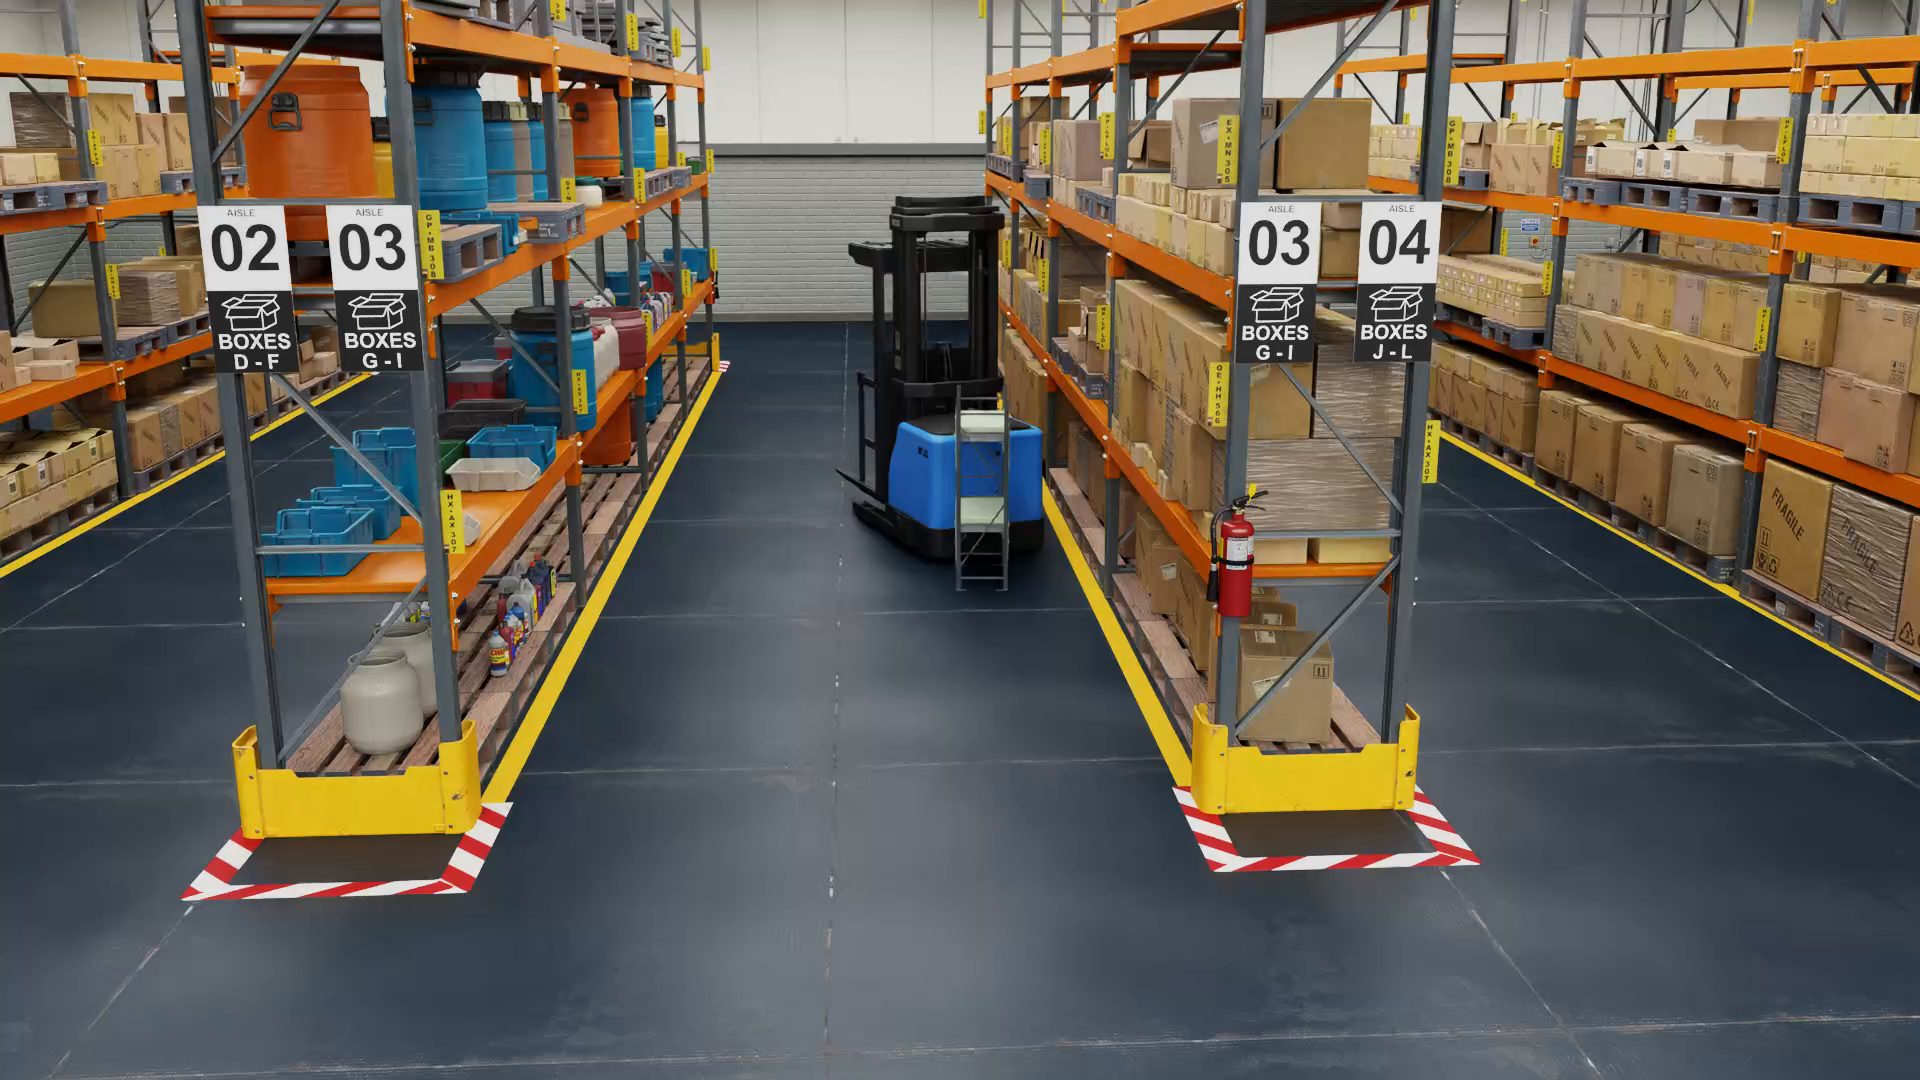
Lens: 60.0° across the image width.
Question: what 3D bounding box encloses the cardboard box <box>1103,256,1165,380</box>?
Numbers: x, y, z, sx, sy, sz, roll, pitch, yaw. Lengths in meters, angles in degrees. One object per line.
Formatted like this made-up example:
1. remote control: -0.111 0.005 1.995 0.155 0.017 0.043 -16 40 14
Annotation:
1. cardboard box: 1.704 -1.713 13.118 1.000 1.000 1.000 -1 14 -3

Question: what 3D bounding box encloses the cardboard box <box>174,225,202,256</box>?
1. cardboard box: -9.059 -3.512 19.947 0.500 0.500 0.500 -1 14 -3

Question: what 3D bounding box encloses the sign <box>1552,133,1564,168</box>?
1. sign: 5.781 -3.761 16.067 0.100 0.325 0.005 -1 14 -3

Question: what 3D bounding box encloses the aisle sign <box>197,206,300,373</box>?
1. aisle sign: -3.374 -1.185 7.894 0.394 0.787 0.004 -1 14 -3

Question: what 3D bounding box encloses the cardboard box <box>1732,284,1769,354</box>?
1. cardboard box: 6.534 -1.727 13.011 0.700 0.500 0.500 -1 14 -4

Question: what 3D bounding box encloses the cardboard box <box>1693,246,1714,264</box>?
1. cardboard box: 10.577 -3.829 23.189 0.500 0.500 0.500 -1 14 -4

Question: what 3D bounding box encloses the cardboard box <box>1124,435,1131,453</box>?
1. cardboard box: 1.372 -0.716 11.792 0.380 0.149 0.250 -1 14 -3

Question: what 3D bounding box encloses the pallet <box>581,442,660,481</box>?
1. pallet: -3.668 -0.783 17.145 1.003 0.211 1.213 -1 14 -3

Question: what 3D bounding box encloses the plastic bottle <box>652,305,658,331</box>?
1. plastic bottle: -3.342 -2.419 18.142 0.061 0.283 0.133 -1 14 -3

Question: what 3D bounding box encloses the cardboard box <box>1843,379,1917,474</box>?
1. cardboard box: 6.578 -0.779 11.235 0.875 0.550 0.550 -1 14 -3

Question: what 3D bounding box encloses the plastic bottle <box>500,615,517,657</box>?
1. plastic bottle: -2.904 0.619 10.693 0.097 0.271 0.097 0 14 0

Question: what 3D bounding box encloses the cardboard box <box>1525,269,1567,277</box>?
1. cardboard box: 6.404 -2.880 18.169 0.380 0.149 0.250 0 14 -2

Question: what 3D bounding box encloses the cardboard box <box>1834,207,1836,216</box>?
1. cardboard box: 11.217 -4.155 21.146 0.380 0.149 0.250 -1 14 -3

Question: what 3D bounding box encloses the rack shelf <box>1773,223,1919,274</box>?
1. rack shelf: 6.694 -1.678 10.452 1.077 0.370 4.000 -1 14 -3

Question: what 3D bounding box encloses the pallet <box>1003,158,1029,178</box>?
1. pallet: 1.078 -4.622 20.631 1.003 0.211 1.213 -1 14 -3

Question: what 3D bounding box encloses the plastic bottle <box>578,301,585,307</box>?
1. plastic bottle: -4.087 -2.412 17.978 0.144 0.351 0.185 -1 14 -3

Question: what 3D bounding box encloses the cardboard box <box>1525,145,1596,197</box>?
1. cardboard box: 6.034 -3.705 16.686 0.500 0.500 0.500 -1 14 -3

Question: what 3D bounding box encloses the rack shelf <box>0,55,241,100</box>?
1. rack shelf: -8.646 -4.723 17.070 1.077 0.370 4.000 -1 14 -3

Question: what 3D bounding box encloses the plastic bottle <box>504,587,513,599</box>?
1. plastic bottle: -3.071 0.451 11.322 0.061 0.283 0.133 -1 14 -3

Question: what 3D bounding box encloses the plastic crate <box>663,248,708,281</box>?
1. plastic crate: -3.866 -3.893 23.447 0.616 0.435 0.499 -1 14 -3

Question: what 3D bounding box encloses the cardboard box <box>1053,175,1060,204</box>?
1. cardboard box: 1.141 -3.274 15.511 0.500 0.250 0.500 -1 14 -2

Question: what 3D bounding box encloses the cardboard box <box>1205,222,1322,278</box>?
1. cardboard box: 1.578 -1.521 8.698 0.500 0.250 0.500 -1 14 -2

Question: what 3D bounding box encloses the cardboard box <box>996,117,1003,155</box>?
1. cardboard box: 0.870 -5.487 22.567 0.700 0.500 0.500 -1 14 -5

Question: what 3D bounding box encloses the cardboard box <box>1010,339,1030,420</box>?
1. cardboard box: 1.234 -1.802 18.933 1.225 0.875 0.875 -1 14 -5

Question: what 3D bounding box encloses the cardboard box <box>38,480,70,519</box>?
1. cardboard box: -8.182 -0.354 14.557 0.500 0.250 0.500 -1 14 -2

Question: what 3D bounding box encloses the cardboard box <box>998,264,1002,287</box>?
1. cardboard box: 0.762 -3.442 21.588 0.500 0.250 0.500 -1 14 -2

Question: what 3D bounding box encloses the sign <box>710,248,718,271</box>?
1. sign: -3.525 -4.019 23.799 0.100 0.325 0.005 -1 14 -3

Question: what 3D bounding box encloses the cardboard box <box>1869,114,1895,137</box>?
1. cardboard box: 6.302 -2.755 11.053 0.380 0.149 0.250 -1 14 -4

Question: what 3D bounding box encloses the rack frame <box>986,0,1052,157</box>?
1. rack frame: 0.870 -6.909 23.321 1.000 3.000 0.127 -1 14 -3

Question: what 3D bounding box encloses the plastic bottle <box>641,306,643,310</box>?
1. plastic bottle: -3.525 -2.463 18.339 0.097 0.271 0.097 0 14 0

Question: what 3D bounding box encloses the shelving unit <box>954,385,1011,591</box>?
1. shelving unit: 0.174 -0.421 13.154 0.431 1.500 0.755 0 14 0

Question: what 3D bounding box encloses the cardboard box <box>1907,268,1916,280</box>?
1. cardboard box: 10.875 -3.202 18.742 0.500 0.500 0.500 -1 14 -4

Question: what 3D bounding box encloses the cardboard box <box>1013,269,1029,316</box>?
1. cardboard box: 0.897 -2.939 19.730 0.500 0.500 0.500 -1 14 -3

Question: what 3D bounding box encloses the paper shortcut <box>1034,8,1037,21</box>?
1. paper shortcut: 0.760 -5.307 16.815 0.009 0.170 0.078 9 -17 -6

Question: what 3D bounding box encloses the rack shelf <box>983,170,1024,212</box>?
1. rack shelf: 0.994 -4.611 21.851 1.077 0.370 4.000 -1 14 -3

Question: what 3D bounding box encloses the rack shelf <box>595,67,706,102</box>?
1. rack shelf: -3.949 -5.793 21.230 1.077 0.370 4.000 -1 14 -3

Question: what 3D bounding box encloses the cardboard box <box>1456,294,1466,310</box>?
1. cardboard box: 5.739 -2.650 18.467 0.380 0.149 0.250 -2 15 -6

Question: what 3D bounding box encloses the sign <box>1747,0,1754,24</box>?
1. sign: 11.304 -7.558 23.808 0.100 0.325 0.005 -1 14 -3

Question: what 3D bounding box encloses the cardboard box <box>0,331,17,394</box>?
1. cardboard box: -8.401 -1.494 14.111 0.500 0.500 0.500 -2 15 -6

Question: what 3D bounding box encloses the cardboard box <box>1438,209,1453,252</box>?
1. cardboard box: 5.776 -3.850 20.666 0.500 0.500 0.500 -1 14 -5

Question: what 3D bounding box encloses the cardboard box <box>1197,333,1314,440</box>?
1. cardboard box: 1.581 -0.834 8.945 0.500 0.500 0.500 -1 14 -3

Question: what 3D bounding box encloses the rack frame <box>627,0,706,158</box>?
1. rack frame: -4.073 -6.833 23.023 1.000 3.000 0.127 -1 14 -3

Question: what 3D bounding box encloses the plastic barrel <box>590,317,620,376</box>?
1. plastic barrel: -3.301 -1.739 15.043 0.421 0.512 0.421 0 14 0

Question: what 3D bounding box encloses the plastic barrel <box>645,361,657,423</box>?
1. plastic barrel: -3.765 -1.808 18.902 0.600 0.901 0.708 -1 14 -3

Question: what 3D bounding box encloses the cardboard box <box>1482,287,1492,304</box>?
1. cardboard box: 5.785 -2.601 17.681 0.380 0.149 0.250 -1 14 -3

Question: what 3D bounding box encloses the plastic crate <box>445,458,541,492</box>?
1. plastic crate: -2.976 -0.415 10.650 0.530 0.136 0.437 -1 14 -3

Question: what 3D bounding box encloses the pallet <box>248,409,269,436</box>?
1. pallet: -8.681 -1.305 19.175 1.003 0.211 1.213 -1 14 -3

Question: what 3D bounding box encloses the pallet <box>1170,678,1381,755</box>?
1. pallet: 1.842 1.104 9.811 1.003 0.211 1.213 -1 14 -3

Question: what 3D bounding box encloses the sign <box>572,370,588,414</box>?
1. sign: -2.780 -1.083 12.160 0.100 0.325 0.005 -1 14 -3

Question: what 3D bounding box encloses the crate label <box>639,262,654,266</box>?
1. crate label: -4.386 -3.809 23.526 0.416 0.233 0.303 -1 14 -3

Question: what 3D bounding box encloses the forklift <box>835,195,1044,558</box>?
1. forklift: -0.330 -1.593 14.837 1.130 2.935 3.031 -6 16 -22

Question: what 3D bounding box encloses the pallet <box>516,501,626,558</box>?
1. pallet: -3.496 -0.091 14.458 1.003 0.211 1.213 -1 14 -3

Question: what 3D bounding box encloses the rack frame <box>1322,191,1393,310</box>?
1. rack frame: 5.827 -4.055 24.268 1.000 3.000 0.127 -1 14 -3

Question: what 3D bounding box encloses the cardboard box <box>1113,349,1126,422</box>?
1. cardboard box: 1.580 -1.099 11.981 0.875 0.500 0.500 -1 14 -3

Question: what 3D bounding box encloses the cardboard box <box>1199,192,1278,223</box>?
1. cardboard box: 1.507 -1.795 8.964 0.380 0.149 0.250 -2 15 -6

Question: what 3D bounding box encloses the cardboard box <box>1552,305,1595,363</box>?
1. cardboard box: 6.081 -1.998 16.073 0.500 0.500 0.500 -1 14 -3

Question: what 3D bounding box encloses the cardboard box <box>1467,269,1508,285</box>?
1. cardboard box: 5.757 -2.872 18.136 0.380 0.149 0.250 0 14 -1

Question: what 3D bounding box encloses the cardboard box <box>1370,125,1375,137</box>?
1. cardboard box: 5.619 -5.464 22.222 0.380 0.149 0.250 0 14 -2

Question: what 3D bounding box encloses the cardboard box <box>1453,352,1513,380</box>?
1. cardboard box: 5.920 -1.969 18.829 0.500 0.250 0.500 0 14 -1

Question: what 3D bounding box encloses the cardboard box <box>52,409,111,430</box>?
1. cardboard box: -8.814 -1.094 16.891 0.500 0.500 0.500 0 14 -1
